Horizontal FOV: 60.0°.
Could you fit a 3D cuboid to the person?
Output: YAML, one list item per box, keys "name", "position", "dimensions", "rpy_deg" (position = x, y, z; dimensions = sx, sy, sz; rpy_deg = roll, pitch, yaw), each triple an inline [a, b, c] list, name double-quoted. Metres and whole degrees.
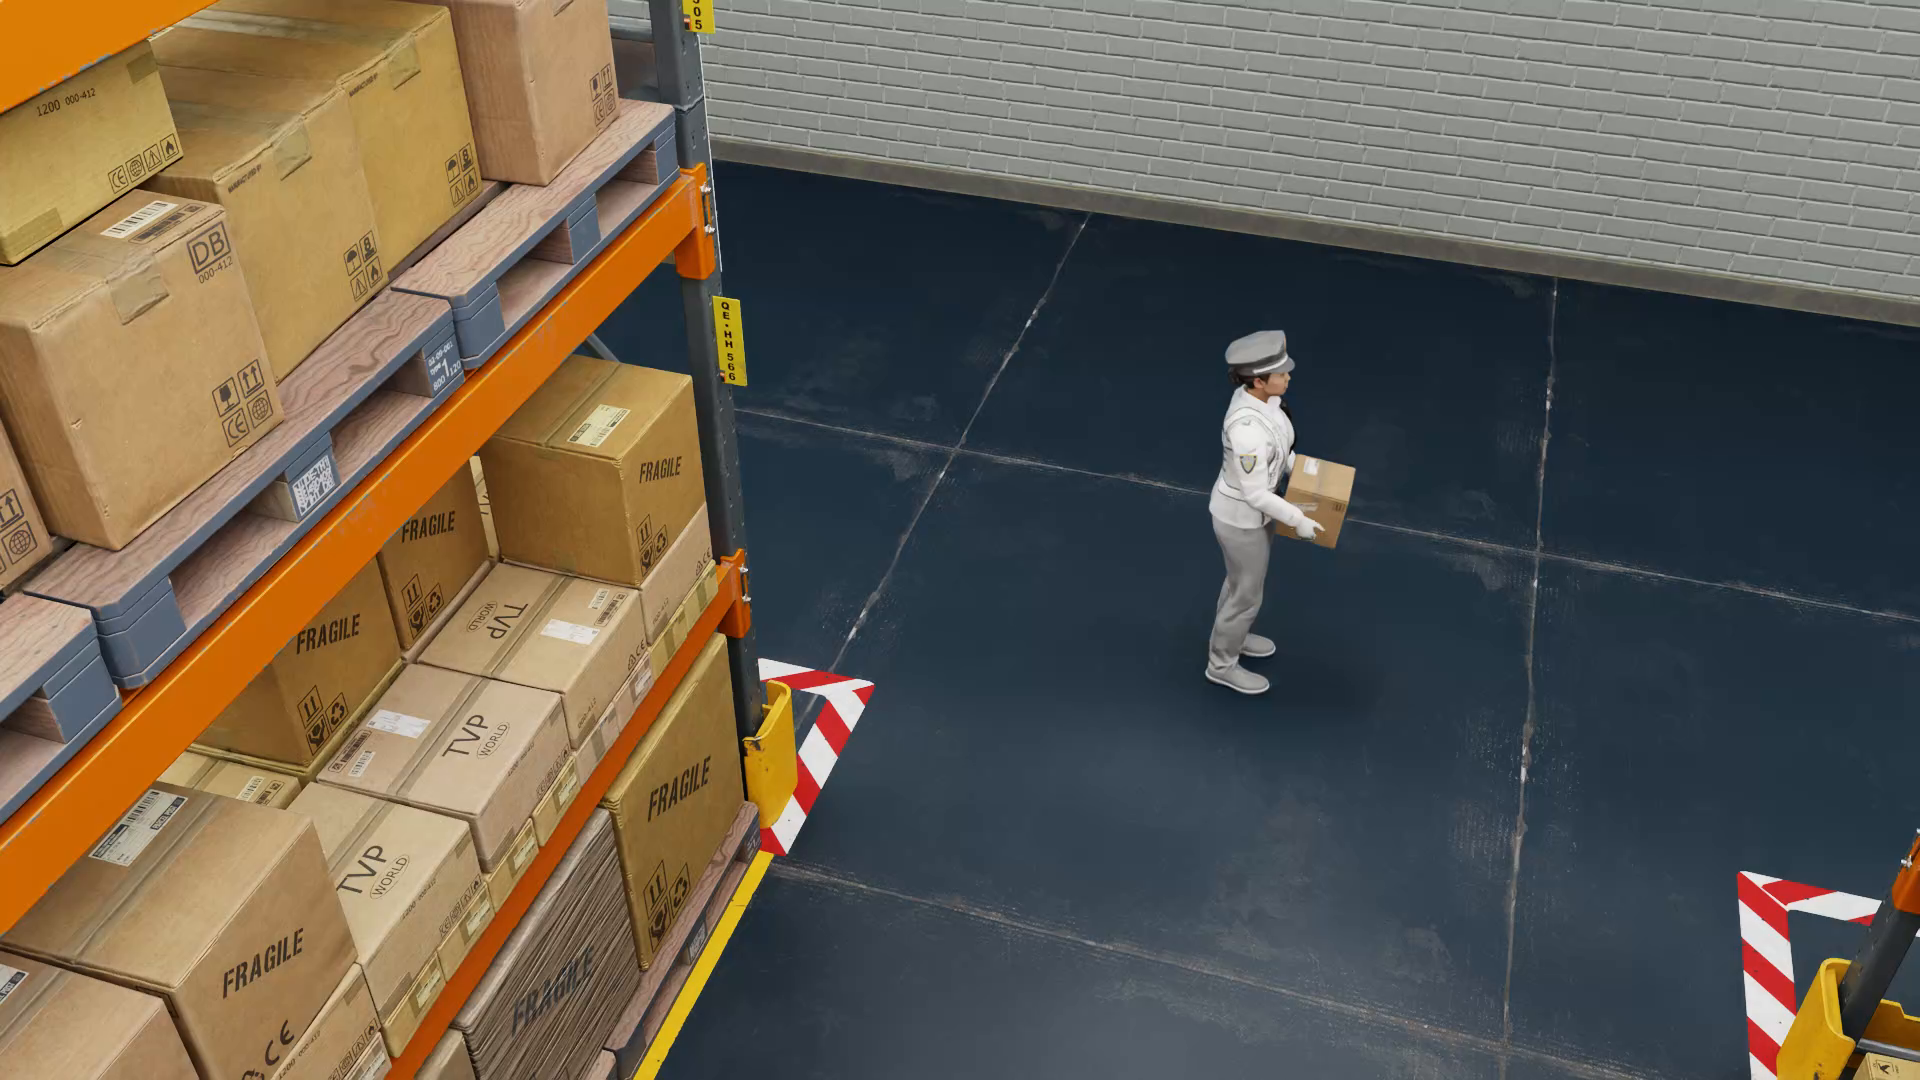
- name: "person"
  position: [1.295, -0.110, 7.008]
  dimensions: [0.504, 1.692, 0.486]
  rpy_deg: [10, 38, 13]
